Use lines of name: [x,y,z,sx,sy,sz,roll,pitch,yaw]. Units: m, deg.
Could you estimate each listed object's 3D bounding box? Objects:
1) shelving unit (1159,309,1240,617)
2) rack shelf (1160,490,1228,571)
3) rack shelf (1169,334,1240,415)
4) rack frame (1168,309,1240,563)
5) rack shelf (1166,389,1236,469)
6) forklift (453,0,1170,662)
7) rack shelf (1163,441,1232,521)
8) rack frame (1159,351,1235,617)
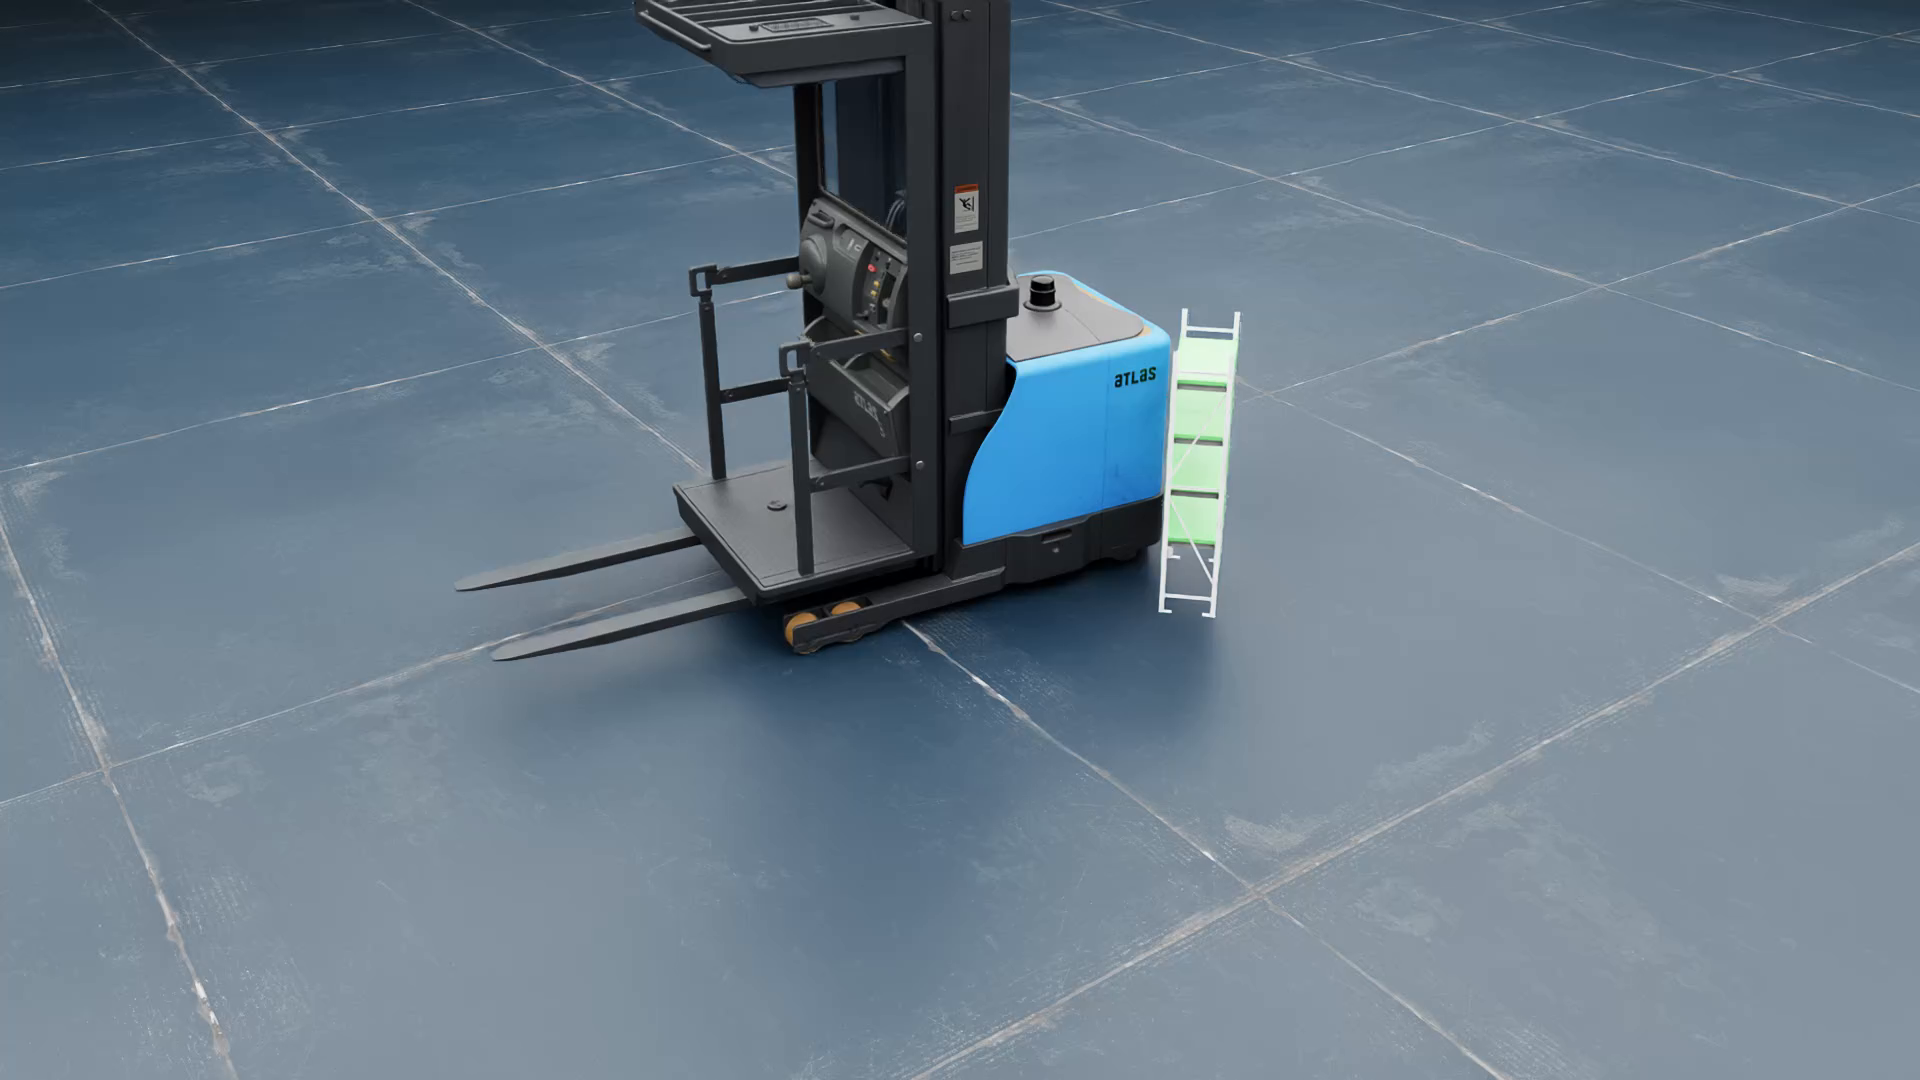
shelving unit: [1.018,-0.324,7.086,0.258,1.200,0.503,5,29,10]
rack shelf: [1.020,-0.056,7.231,0.258,0.148,0.480,5,29,10]
rack shelf: [1.015,-0.690,6.888,0.258,0.148,0.480,5,29,10]
rack frame: [1.064,-0.438,7.297,0.240,1.200,0.015,5,29,10]
rack shelf: [1.016,-0.479,7.003,0.258,0.148,0.480,5,29,10]
forklift: [-0.623,-1.105,6.714,3.031,2.935,1.130,-14,32,-24]
rack shelf: [1.018,-0.267,7.117,0.258,0.148,0.480,5,29,10]
rack frame: [0.972,-0.209,6.876,0.240,1.200,0.015,5,29,10]
